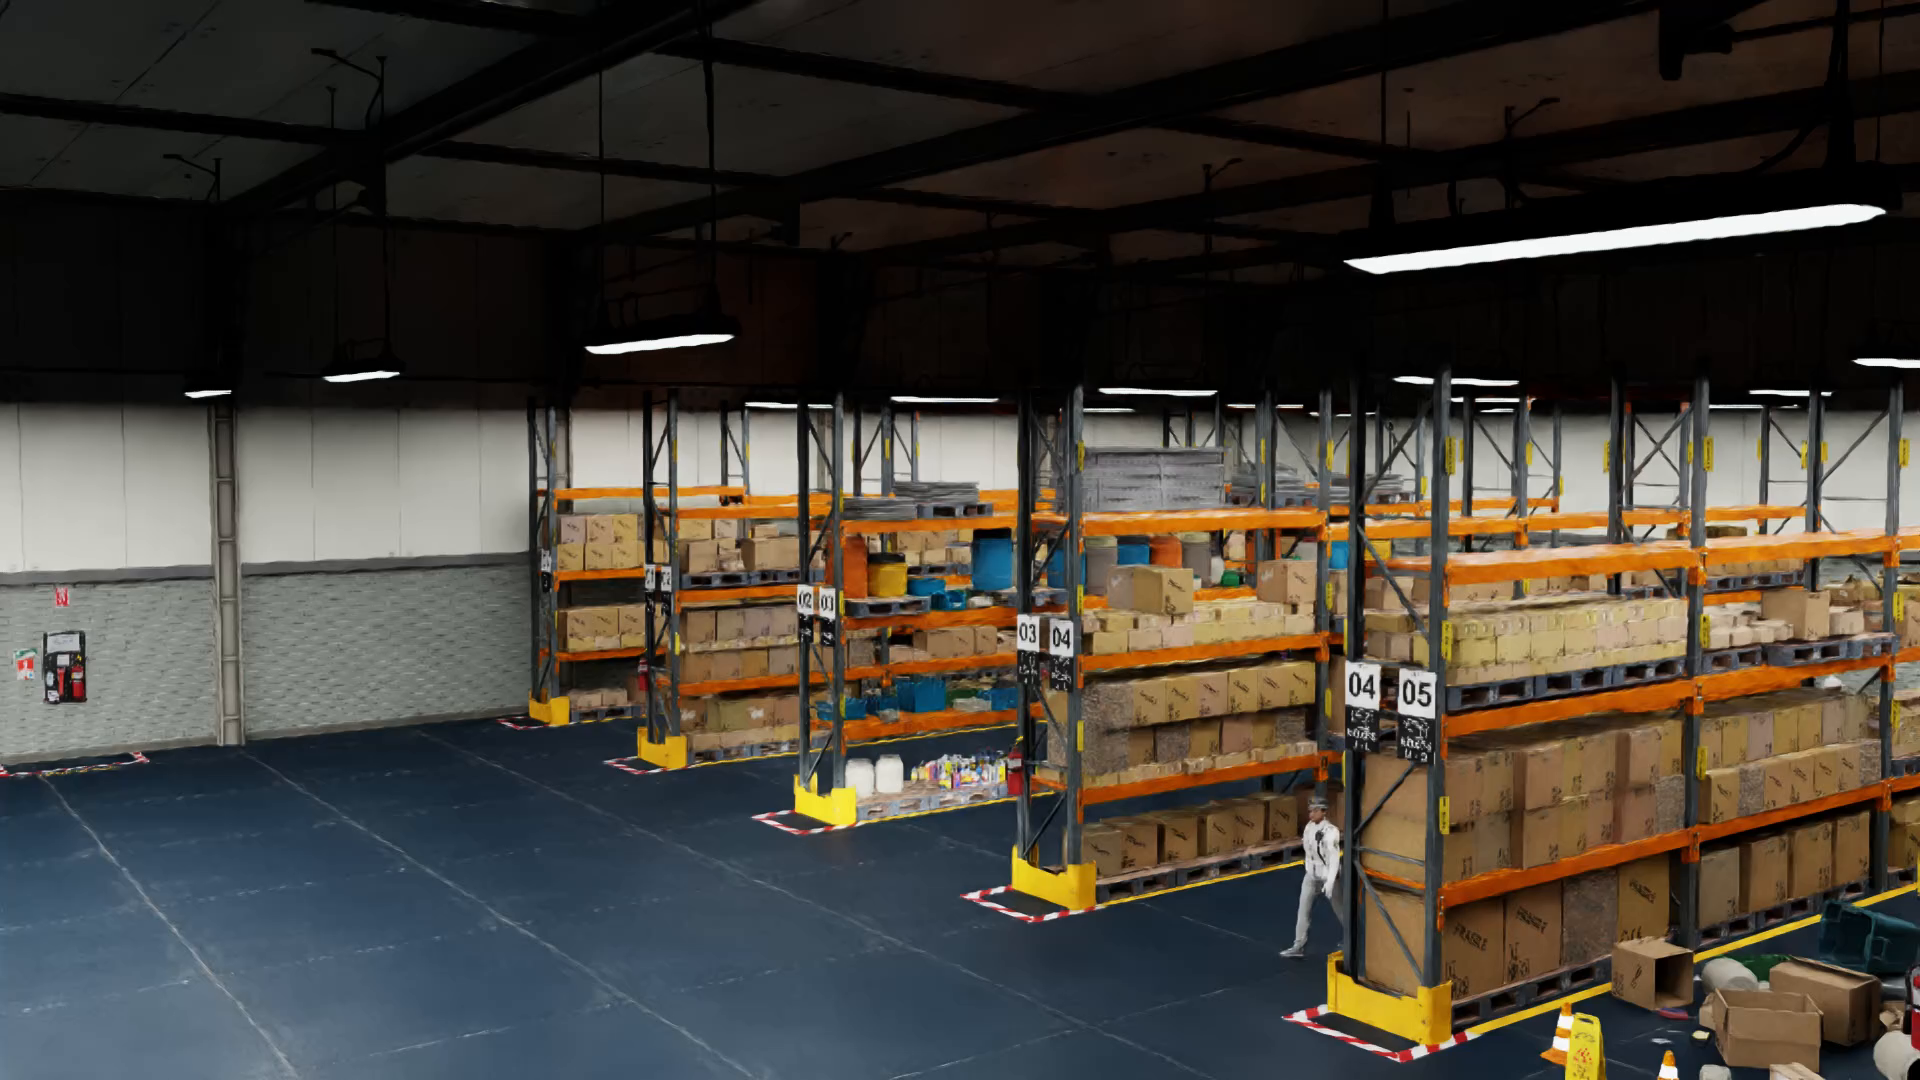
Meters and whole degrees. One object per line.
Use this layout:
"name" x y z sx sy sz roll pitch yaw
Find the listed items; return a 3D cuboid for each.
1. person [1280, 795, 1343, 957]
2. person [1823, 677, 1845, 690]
"person" 3.641 3.357 16.683 0.989 1.624 0.502 -3 4 -37
"person" 12.550 2.848 23.882 0.469 1.766 0.642 2 4 30
